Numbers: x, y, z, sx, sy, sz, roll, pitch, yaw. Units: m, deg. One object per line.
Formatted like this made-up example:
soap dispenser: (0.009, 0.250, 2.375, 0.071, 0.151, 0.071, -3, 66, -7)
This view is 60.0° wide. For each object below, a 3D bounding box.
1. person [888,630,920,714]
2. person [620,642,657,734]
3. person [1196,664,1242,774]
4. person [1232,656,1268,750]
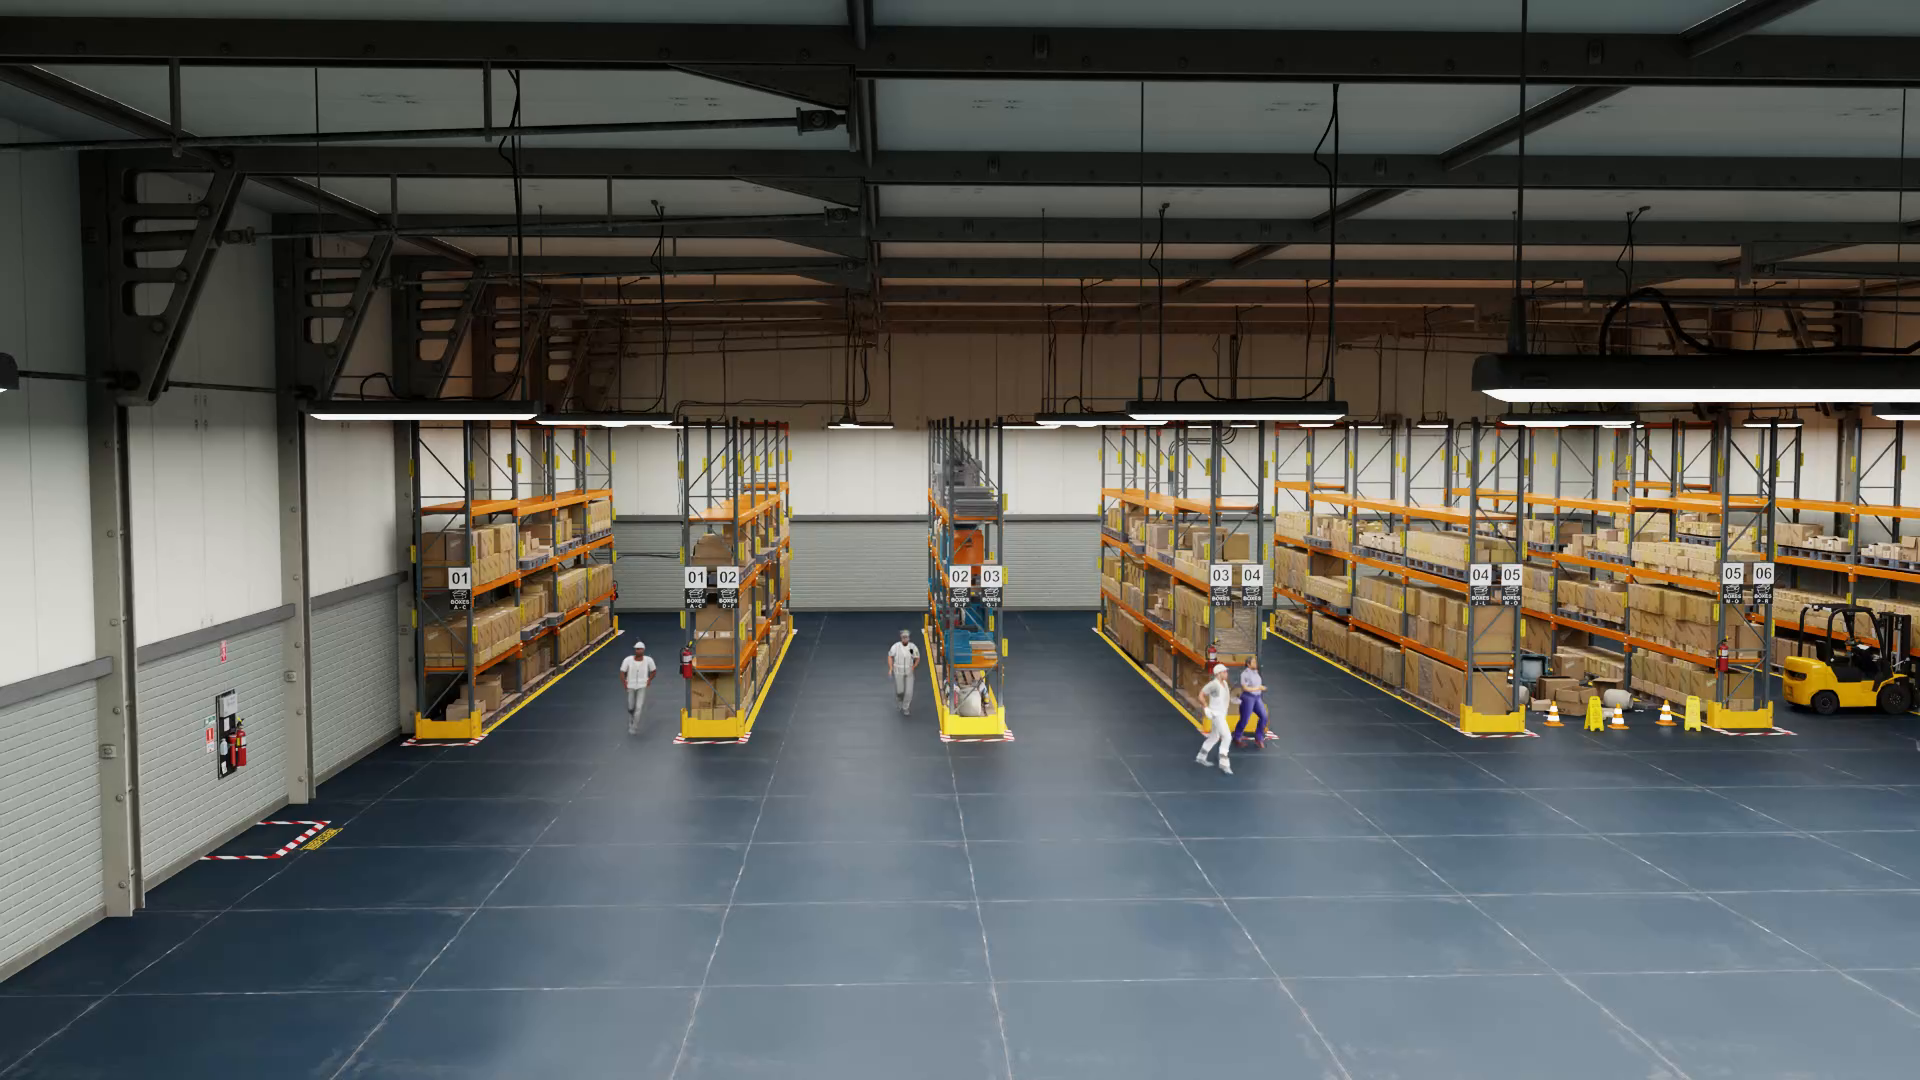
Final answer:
person: (-1.123, 2.668, 33.588, 0.651, 1.726, 0.632, 0, 4, -7)
person: (-6.149, 2.804, 31.791, 0.696, 1.736, 0.680, -1, 4, -11)
person: (4.350, 3.006, 28.049, 0.782, 1.850, 0.653, 2, 4, 25)
person: (5.255, 2.945, 30.034, 0.686, 1.697, 0.608, 4, 5, 44)
